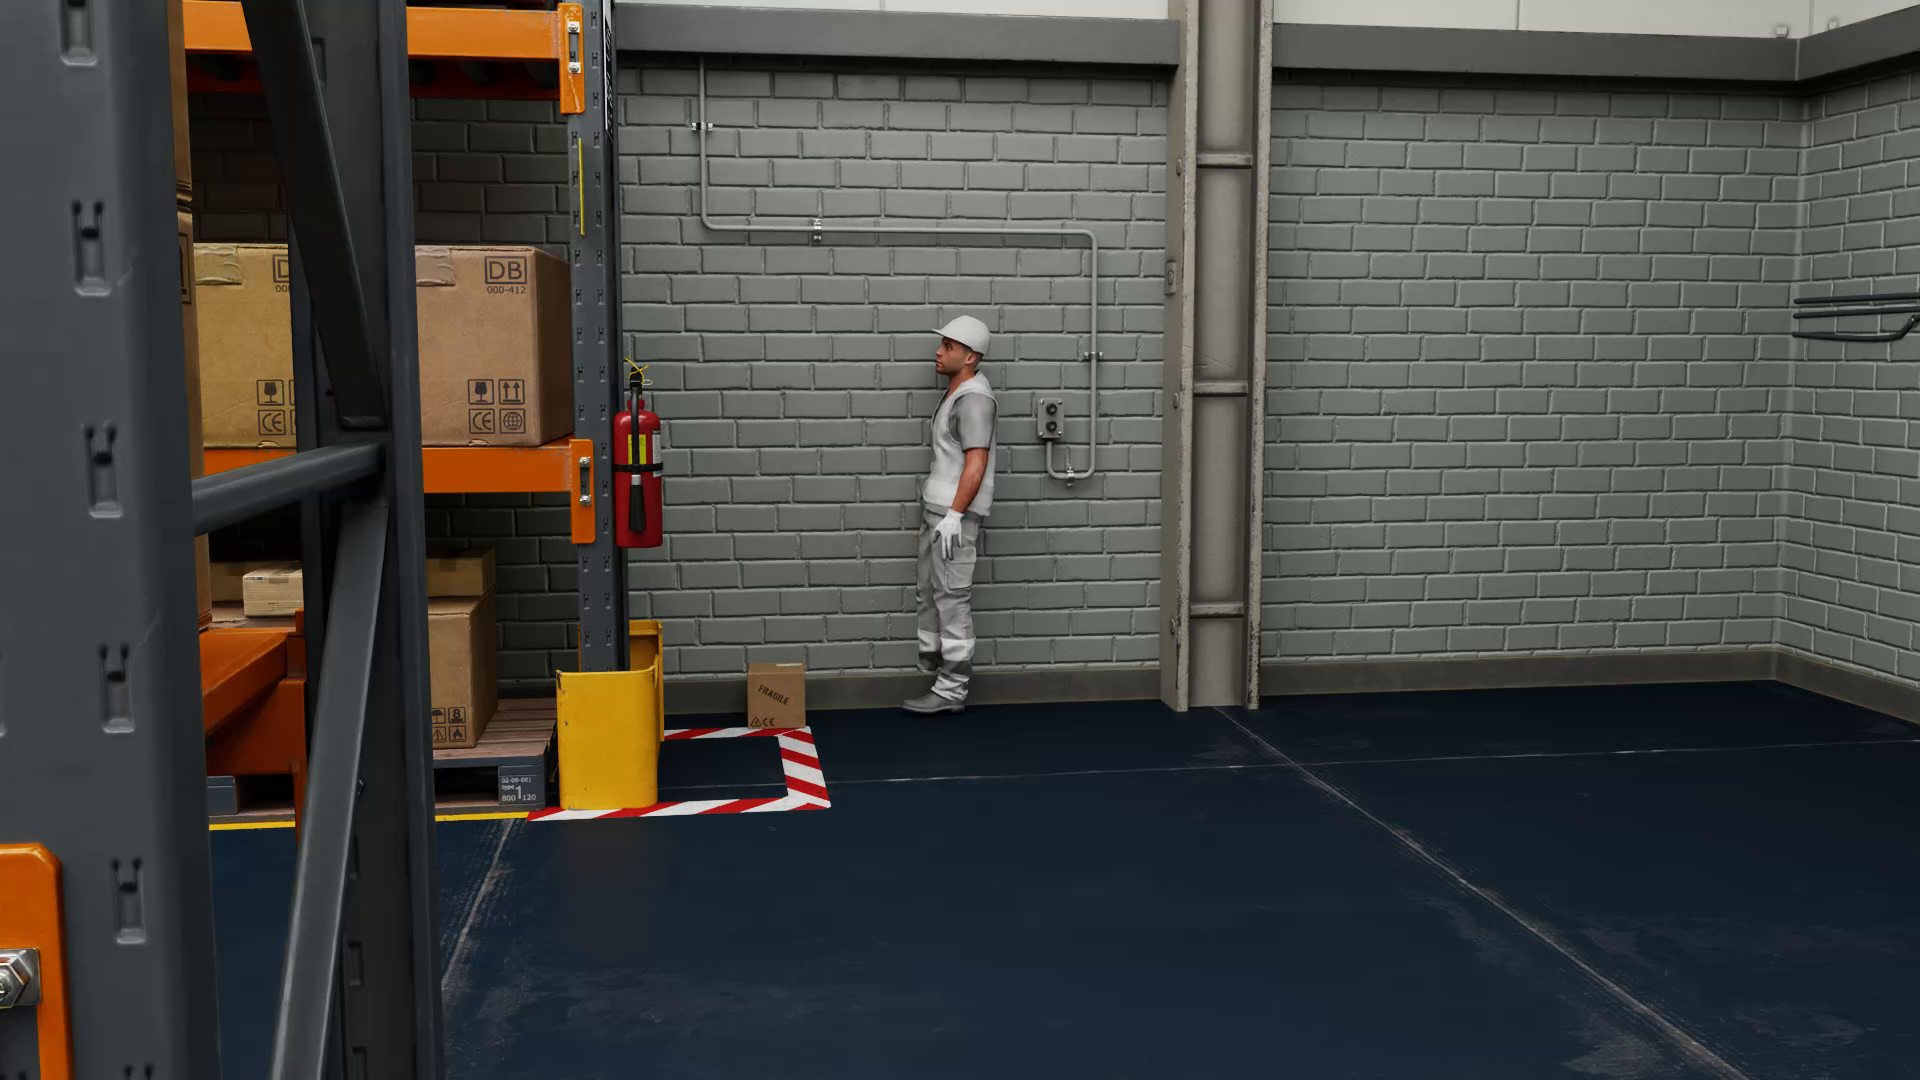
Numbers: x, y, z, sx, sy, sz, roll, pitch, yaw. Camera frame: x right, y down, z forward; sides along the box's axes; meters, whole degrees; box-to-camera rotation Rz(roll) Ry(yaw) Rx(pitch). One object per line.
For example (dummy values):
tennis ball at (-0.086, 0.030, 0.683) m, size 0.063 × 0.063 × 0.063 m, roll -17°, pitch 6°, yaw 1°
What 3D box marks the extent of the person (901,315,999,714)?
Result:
person at (-0.113, -0.109, 7.489) m, size 0.564 × 1.788 × 0.637 m, roll -1°, pitch 6°, yaw -8°
